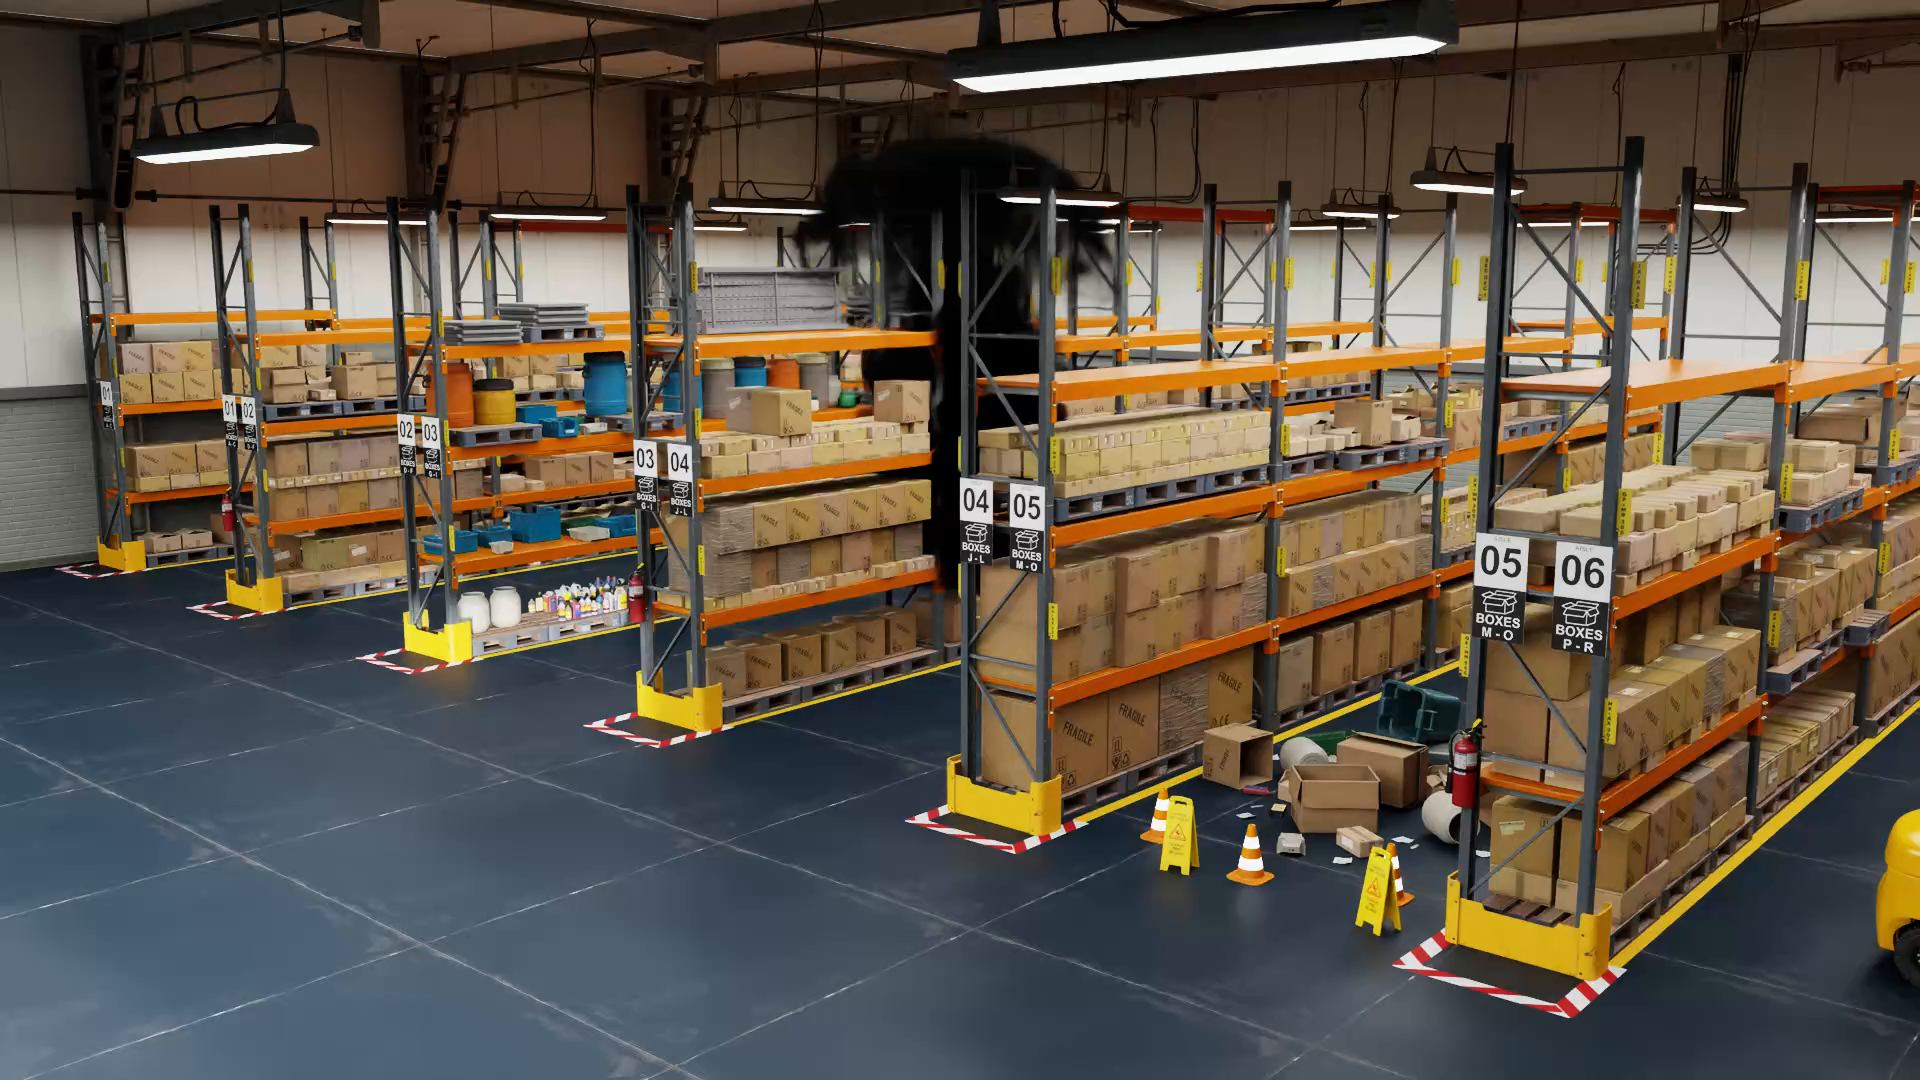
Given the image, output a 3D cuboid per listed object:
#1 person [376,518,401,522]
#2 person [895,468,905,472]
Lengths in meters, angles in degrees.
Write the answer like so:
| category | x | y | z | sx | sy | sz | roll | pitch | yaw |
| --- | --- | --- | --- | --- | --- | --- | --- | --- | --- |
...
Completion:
| category | x | y | z | sx | sy | sz | roll | pitch | yaw |
| --- | --- | --- | --- | --- | --- | --- | --- | --- | --- |
| person | -9.830 | -0.399 | 28.532 | 0.710 | 1.697 | 0.563 | 9 | 13 | 44 |
| person | -1.026 | -1.166 | 32.879 | 0.648 | 1.824 | 0.858 | 5 | 11 | 30 |
